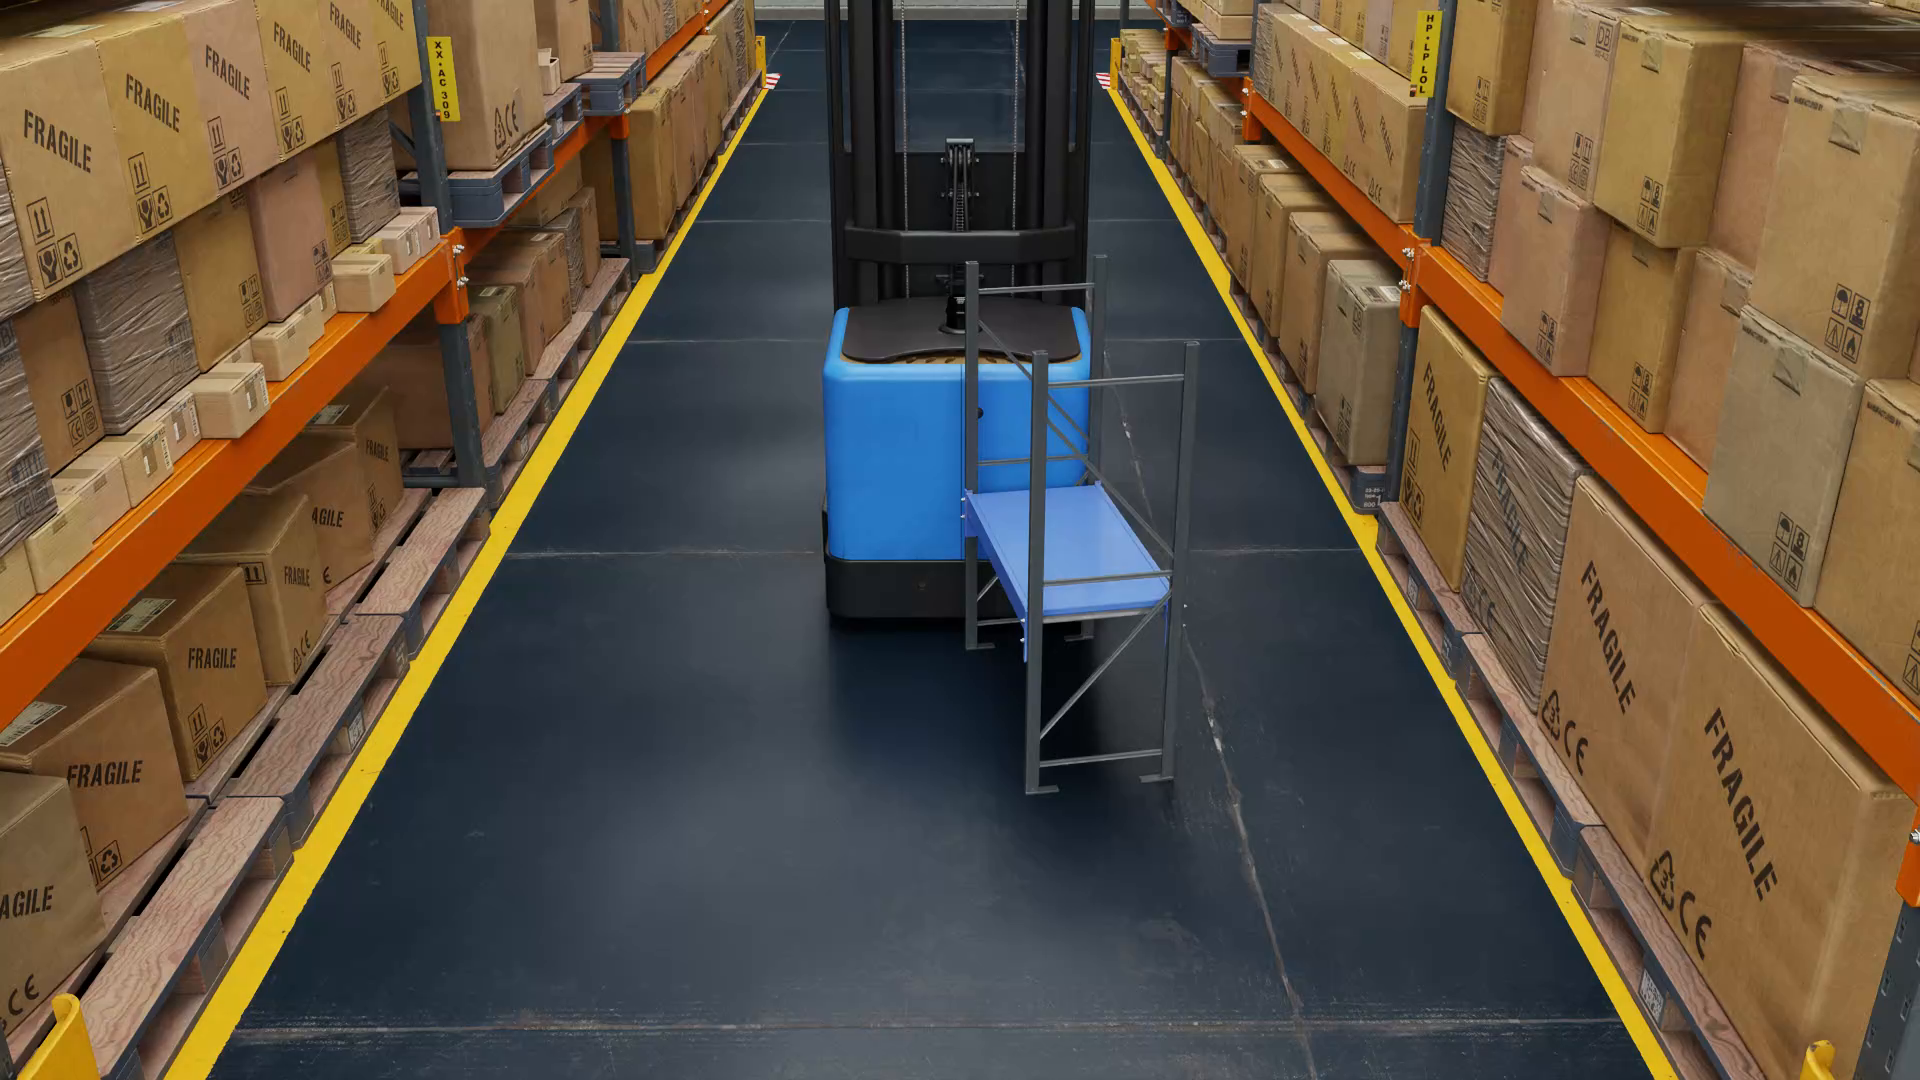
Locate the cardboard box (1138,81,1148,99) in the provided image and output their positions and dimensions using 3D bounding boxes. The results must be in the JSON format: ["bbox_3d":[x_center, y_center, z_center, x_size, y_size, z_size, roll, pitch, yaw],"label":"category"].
[{"bbox_3d":[1.948,-4.392,16.271,0.380,0.149,0.250,0,24,-1],"label":"cardboard box"}]

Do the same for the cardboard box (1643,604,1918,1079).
[{"bbox_3d":[2.334,0.736,4.051,0.875,0.875,0.875,0,24,0],"label":"cardboard box"}]

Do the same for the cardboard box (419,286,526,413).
[{"bbox_3d":[-2.569,-0.940,8.189,0.700,0.500,0.500,0,24,-1],"label":"cardboard box"}]

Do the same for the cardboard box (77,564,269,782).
[{"bbox_3d":[-2.572,0.405,5.238,0.500,0.500,0.500,2,24,4],"label":"cardboard box"}]

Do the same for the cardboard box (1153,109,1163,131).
[{"bbox_3d":[1.931,-3.759,14.871,0.380,0.149,0.250,0,24,0],"label":"cardboard box"}]

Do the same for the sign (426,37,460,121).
[{"bbox_3d":[-2.055,-1.829,6.604,0.100,0.325,0.005,0,24,-1],"label":"sign"}]

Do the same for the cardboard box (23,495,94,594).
[{"bbox_3d":[-2.290,0.009,3.895,0.380,0.149,0.250,0,24,-1],"label":"cardboard box"}]

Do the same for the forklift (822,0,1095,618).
[{"bbox_3d":[-0.004,-1.595,7.220,1.130,2.935,3.031,0,24,0],"label":"forklift"}]

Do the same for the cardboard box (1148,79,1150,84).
[{"bbox_3d":[2.009,-4.404,15.935,0.380,0.149,0.250,-1,24,-3],"label":"cardboard box"}]

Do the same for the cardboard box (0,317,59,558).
[{"bbox_3d":[-2.532,-0.189,3.545,0.875,0.500,0.500,0,24,-1],"label":"cardboard box"}]

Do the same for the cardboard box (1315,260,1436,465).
[{"bbox_3d":[2.267,-0.831,7.669,1.050,0.750,0.750,0,24,-1],"label":"cardboard box"}]

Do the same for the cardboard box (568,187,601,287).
[{"bbox_3d":[-2.614,-1.863,10.228,0.700,0.500,0.500,-2,24,-3],"label":"cardboard box"}]

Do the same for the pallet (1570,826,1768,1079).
[{"bbox_3d":[2.320,1.180,4.385,1.003,0.211,1.213,0,24,-1],"label":"pallet"}]

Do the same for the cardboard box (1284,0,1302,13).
[{"bbox_3d":[2.315,-3.374,9.736,0.700,0.500,0.500,0,24,-1],"label":"cardboard box"}]

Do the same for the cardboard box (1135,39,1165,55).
[{"bbox_3d":[1.982,-4.981,16.852,0.380,0.149,0.250,-1,24,-3],"label":"cardboard box"}]

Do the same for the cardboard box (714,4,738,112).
[{"bbox_3d":[-2.622,-4.592,15.832,0.875,0.875,0.875,0,24,-1],"label":"cardboard box"}]

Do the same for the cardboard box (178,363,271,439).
[{"bbox_3d":[-2.238,-0.403,4.807,0.380,0.149,0.250,0,24,-1],"label":"cardboard box"}]

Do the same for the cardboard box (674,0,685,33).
[{"bbox_3d":[-2.395,-4.160,12.688,0.500,0.500,0.500,-1,24,-1],"label":"cardboard box"}]

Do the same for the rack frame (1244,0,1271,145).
[{"bbox_3d":[2.320,-3.058,10.371,1.000,3.000,0.127,0,24,-1],"label":"rack frame"}]

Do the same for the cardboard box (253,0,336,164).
[{"bbox_3d":[-2.306,-1.469,5.163,0.500,0.500,0.500,0,24,-1],"label":"cardboard box"}]

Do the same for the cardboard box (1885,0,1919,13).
[{"bbox_3d":[6.974,-3.902,11.813,0.500,0.250,0.500,-1,24,-2],"label":"cardboard box"}]

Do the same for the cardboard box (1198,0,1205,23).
[{"bbox_3d":[1.852,-3.647,11.469,0.380,0.149,0.250,-1,24,-1],"label":"cardboard box"}]

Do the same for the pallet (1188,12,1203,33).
[{"bbox_3d":[2.257,-3.786,12.214,1.003,0.211,1.213,0,24,-1],"label":"pallet"}]

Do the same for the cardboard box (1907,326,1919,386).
[{"bbox_3d":[2.442,-0.475,3.168,0.875,0.550,0.550,0,24,-1],"label":"cardboard box"}]

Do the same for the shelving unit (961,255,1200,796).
[{"bbox_3d":[0.362,-0.083,5.614,0.538,1.500,1.048,-5,25,-10],"label":"shelving unit"}]

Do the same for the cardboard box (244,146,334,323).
[{"bbox_3d":[-2.578,-1.013,5.367,0.875,0.500,0.500,0,24,-1],"label":"cardboard box"}]

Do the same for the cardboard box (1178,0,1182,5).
[{"bbox_3d":[1.840,-4.081,12.428,0.380,0.149,0.250,-1,24,-2],"label":"cardboard box"}]

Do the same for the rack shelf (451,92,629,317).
[{"bbox_3d":[-2.619,-1.925,8.740,1.077,0.370,4.000,0,24,-1],"label":"rack shelf"}]

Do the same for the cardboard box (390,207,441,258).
[{"bbox_3d":[-2.301,-1.227,6.629,0.380,0.149,0.250,0,24,-1],"label":"cardboard box"}]

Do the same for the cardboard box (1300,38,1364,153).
[{"bbox_3d":[2.071,-2.295,8.562,0.500,0.500,0.500,-1,24,-1],"label":"cardboard box"}]

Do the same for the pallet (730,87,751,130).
[{"bbox_3d":[-2.631,-4.273,16.441,1.003,0.211,1.213,0,24,-1],"label":"pallet"}]

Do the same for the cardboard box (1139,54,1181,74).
[{"bbox_3d":[1.924,-4.552,15.903,0.380,0.149,0.250,-1,24,-2],"label":"cardboard box"}]

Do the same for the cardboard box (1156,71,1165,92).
[{"bbox_3d":[1.970,-4.120,14.948,0.380,0.149,0.250,0,24,0],"label":"cardboard box"}]

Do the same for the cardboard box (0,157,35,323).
[{"bbox_3d":[-2.287,-0.645,3.341,0.500,0.500,0.500,0,24,-1],"label":"cardboard box"}]

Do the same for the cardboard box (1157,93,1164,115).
[{"bbox_3d":[1.955,-3.863,14.739,0.380,0.149,0.250,0,24,0],"label":"cardboard box"}]

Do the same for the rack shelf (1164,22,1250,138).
[{"bbox_3d":[2.298,-3.554,12.342,1.077,0.370,4.000,0,24,-1],"label":"rack shelf"}]

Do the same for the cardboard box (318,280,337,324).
[{"bbox_3d":[-2.380,-0.815,5.717,0.380,0.149,0.250,0,24,-1],"label":"cardboard box"}]

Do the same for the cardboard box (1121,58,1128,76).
[{"bbox_3d":[1.918,-5.030,17.680,0.380,0.149,0.250,0,24,1],"label":"cardboard box"}]

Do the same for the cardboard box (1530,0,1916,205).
[{"bbox_3d":[2.324,-1.369,5.144,0.875,0.550,0.550,0,24,-1],"label":"cardboard box"}]

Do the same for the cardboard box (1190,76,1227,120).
[{"bbox_3d":[2.030,-3.365,12.664,0.500,0.250,0.500,1,24,1],"label":"cardboard box"}]

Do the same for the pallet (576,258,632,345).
[{"bbox_3d":[-2.634,-1.485,10.277,1.003,0.211,1.213,0,24,-1],"label":"pallet"}]

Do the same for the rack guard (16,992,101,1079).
[{"bbox_3d":[-2.554,1.327,3.710,1.175,0.500,0.348,0,24,-1],"label":"rack guard"}]

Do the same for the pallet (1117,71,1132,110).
[{"bbox_3d":[2.207,-4.718,17.425,1.003,0.211,1.213,0,24,-1],"label":"pallet"}]

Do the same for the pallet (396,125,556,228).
[{"bbox_3d":[-2.460,-1.657,7.507,1.003,0.211,1.213,0,24,-1],"label":"pallet"}]

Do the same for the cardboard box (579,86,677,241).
[{"bbox_3d":[-2.628,-2.585,11.394,1.225,0.875,0.875,-1,24,-3],"label":"cardboard box"}]

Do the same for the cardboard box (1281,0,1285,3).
[{"bbox_3d":[2.500,-3.866,11.954,0.380,0.149,0.250,0,24,0],"label":"cardboard box"}]

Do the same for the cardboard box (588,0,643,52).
[{"bbox_3d":[-2.374,-3.324,10.839,0.500,0.500,0.500,0,24,1],"label":"cardboard box"}]

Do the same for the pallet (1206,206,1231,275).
[{"bbox_3d":[2.313,-2.109,11.658,1.003,0.211,1.213,0,24,-1],"label":"pallet"}]

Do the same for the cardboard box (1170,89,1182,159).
[{"bbox_3d":[2.019,-3.453,13.768,0.500,0.500,0.500,1,24,1],"label":"cardboard box"}]

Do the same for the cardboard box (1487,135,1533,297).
[{"bbox_3d":[2.408,-1.100,5.859,0.875,0.550,0.550,0,24,-1],"label":"cardboard box"}]

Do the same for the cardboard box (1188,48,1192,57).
[{"bbox_3d":[2.457,-4.764,16.372,0.380,0.149,0.250,-1,24,-2],"label":"cardboard box"}]

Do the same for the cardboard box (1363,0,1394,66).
[{"bbox_3d":[2.339,-2.536,7.882,0.700,0.500,0.500,0,24,0],"label":"cardboard box"}]

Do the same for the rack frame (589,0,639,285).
[{"bbox_3d":[-2.641,-3.077,10.414,1.000,3.000,0.127,0,24,-1],"label":"rack frame"}]

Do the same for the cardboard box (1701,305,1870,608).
[{"bbox_3d":[2.330,-0.209,3.890,0.875,0.550,0.550,0,24,-1],"label":"cardboard box"}]

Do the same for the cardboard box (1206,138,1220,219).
[{"bbox_3d":[2.049,-2.594,11.870,0.500,0.500,0.500,1,24,2],"label":"cardboard box"}]
